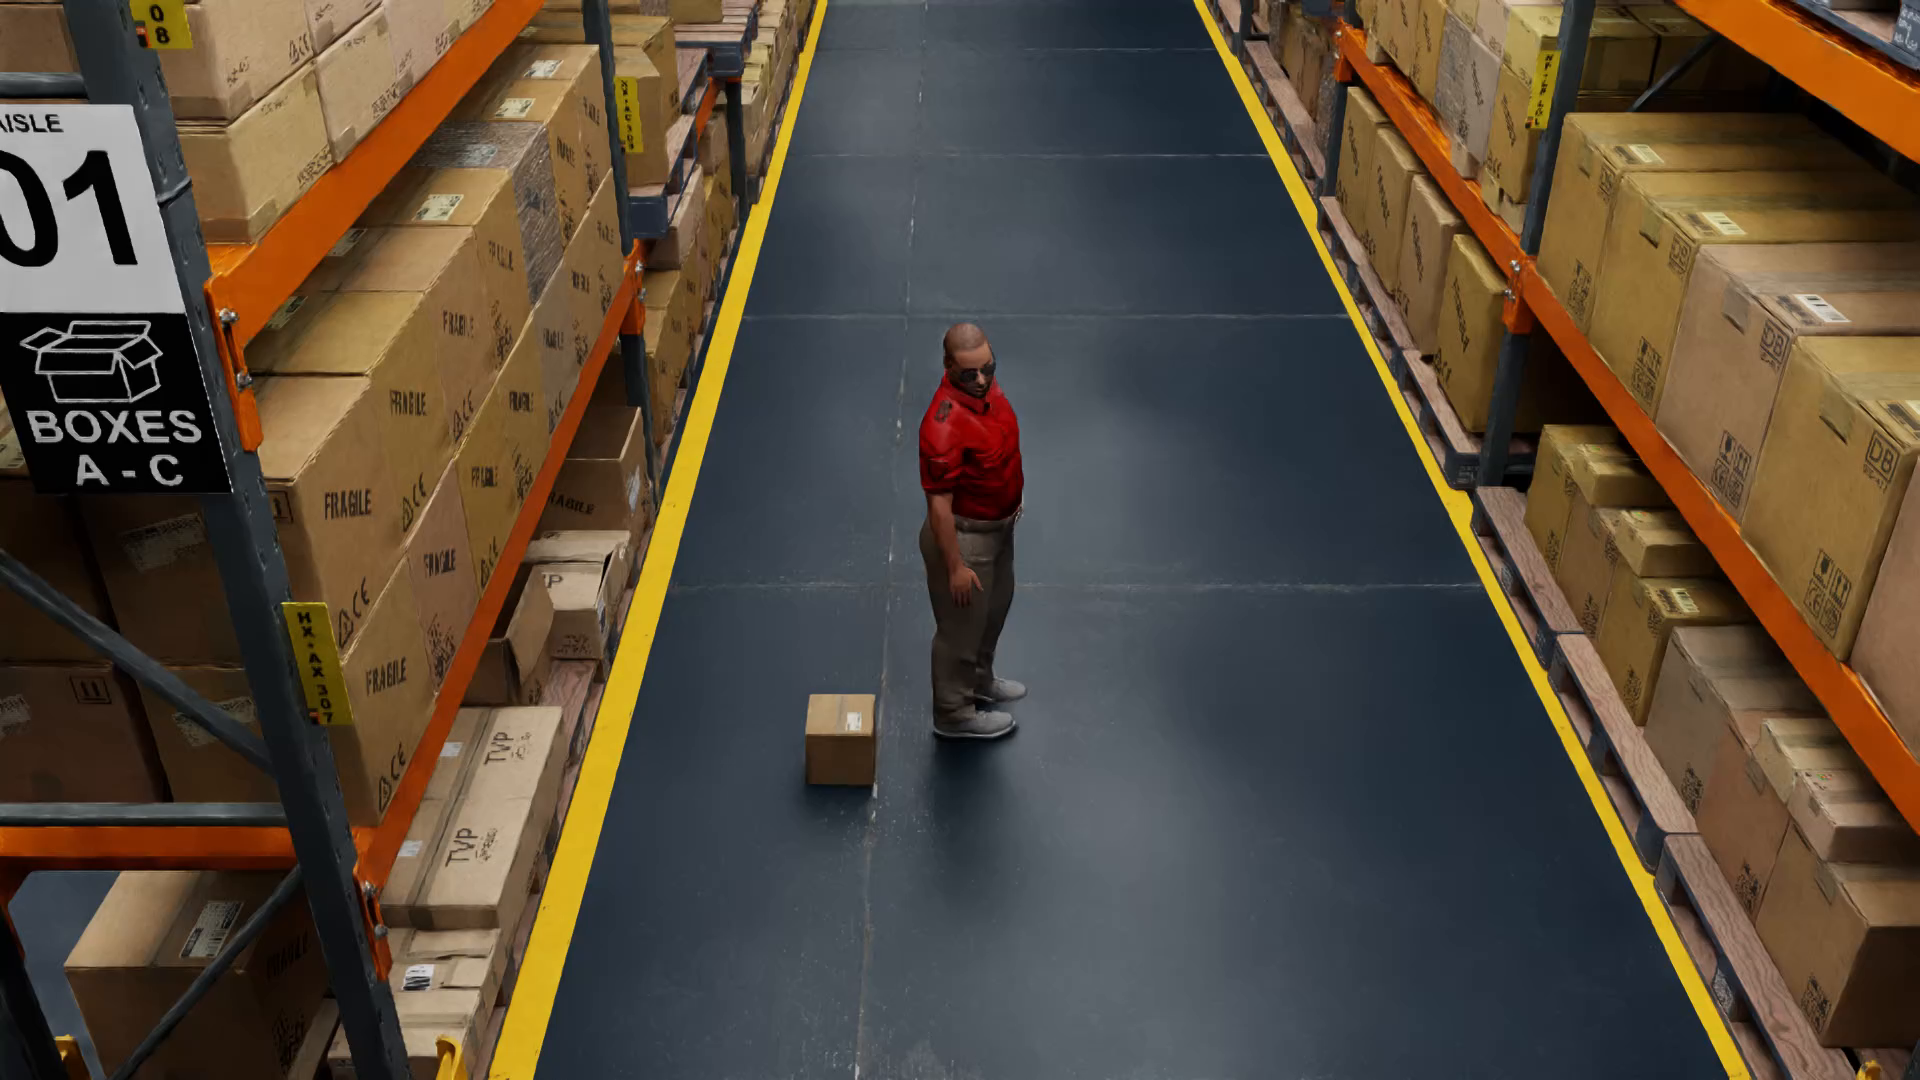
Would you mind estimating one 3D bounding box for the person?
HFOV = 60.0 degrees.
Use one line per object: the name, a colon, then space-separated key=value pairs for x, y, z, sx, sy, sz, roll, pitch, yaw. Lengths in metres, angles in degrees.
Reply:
person: x=0.058 y=-0.010 z=6.177 sx=0.366 sy=1.760 sz=0.612 roll=9 pitch=32 yaw=14
